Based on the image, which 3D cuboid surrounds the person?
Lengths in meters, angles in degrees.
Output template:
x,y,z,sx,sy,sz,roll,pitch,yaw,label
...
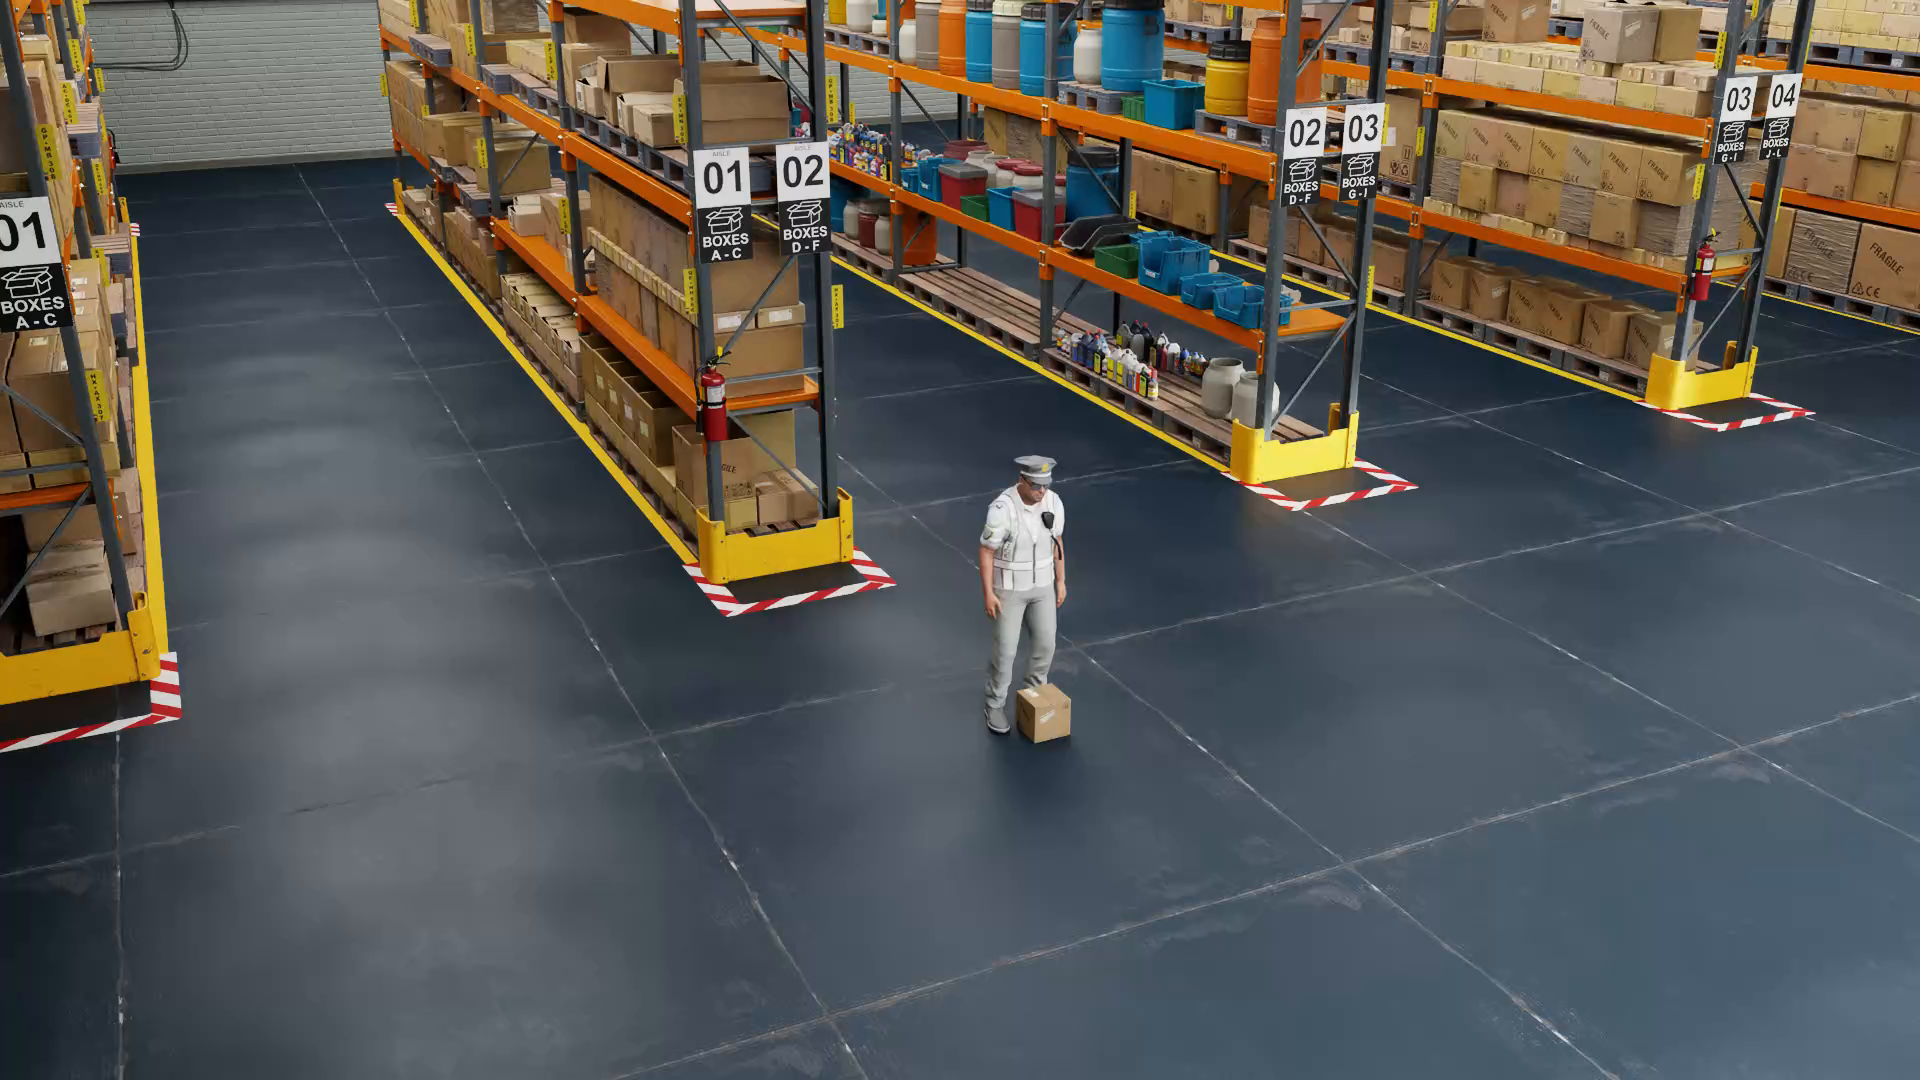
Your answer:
x,y,z,sx,sy,sz,roll,pitch,yaw,label
0.385,0.289,10.298,0.586,1.748,0.433,-11,25,-26,person
